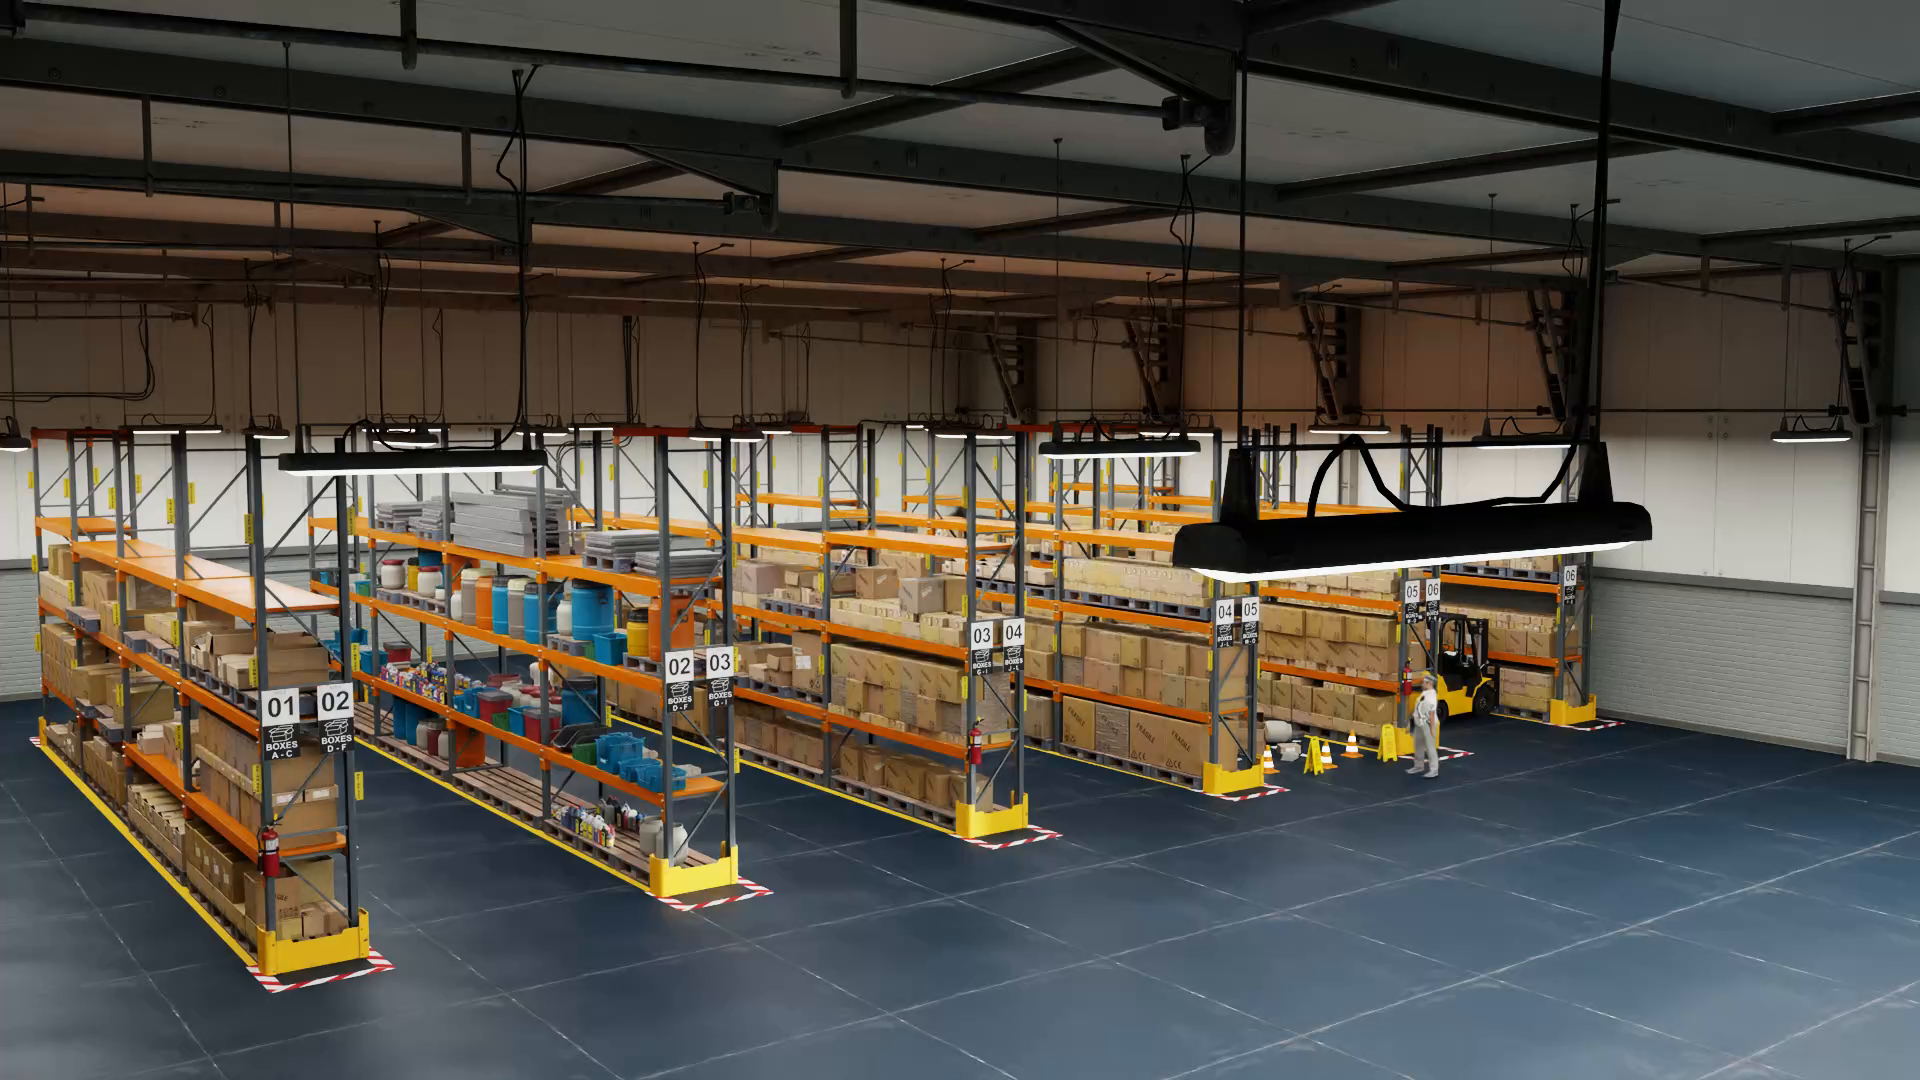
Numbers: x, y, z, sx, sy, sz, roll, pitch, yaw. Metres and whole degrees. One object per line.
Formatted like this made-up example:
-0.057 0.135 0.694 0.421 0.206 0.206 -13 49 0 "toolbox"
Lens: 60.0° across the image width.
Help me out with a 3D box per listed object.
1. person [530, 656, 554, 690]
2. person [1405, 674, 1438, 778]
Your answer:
-7.978 2.947 31.911 0.591 1.766 0.491 2 5 29 "person"
8.005 3.197 28.727 0.442 1.779 0.708 -1 5 -11 "person"
